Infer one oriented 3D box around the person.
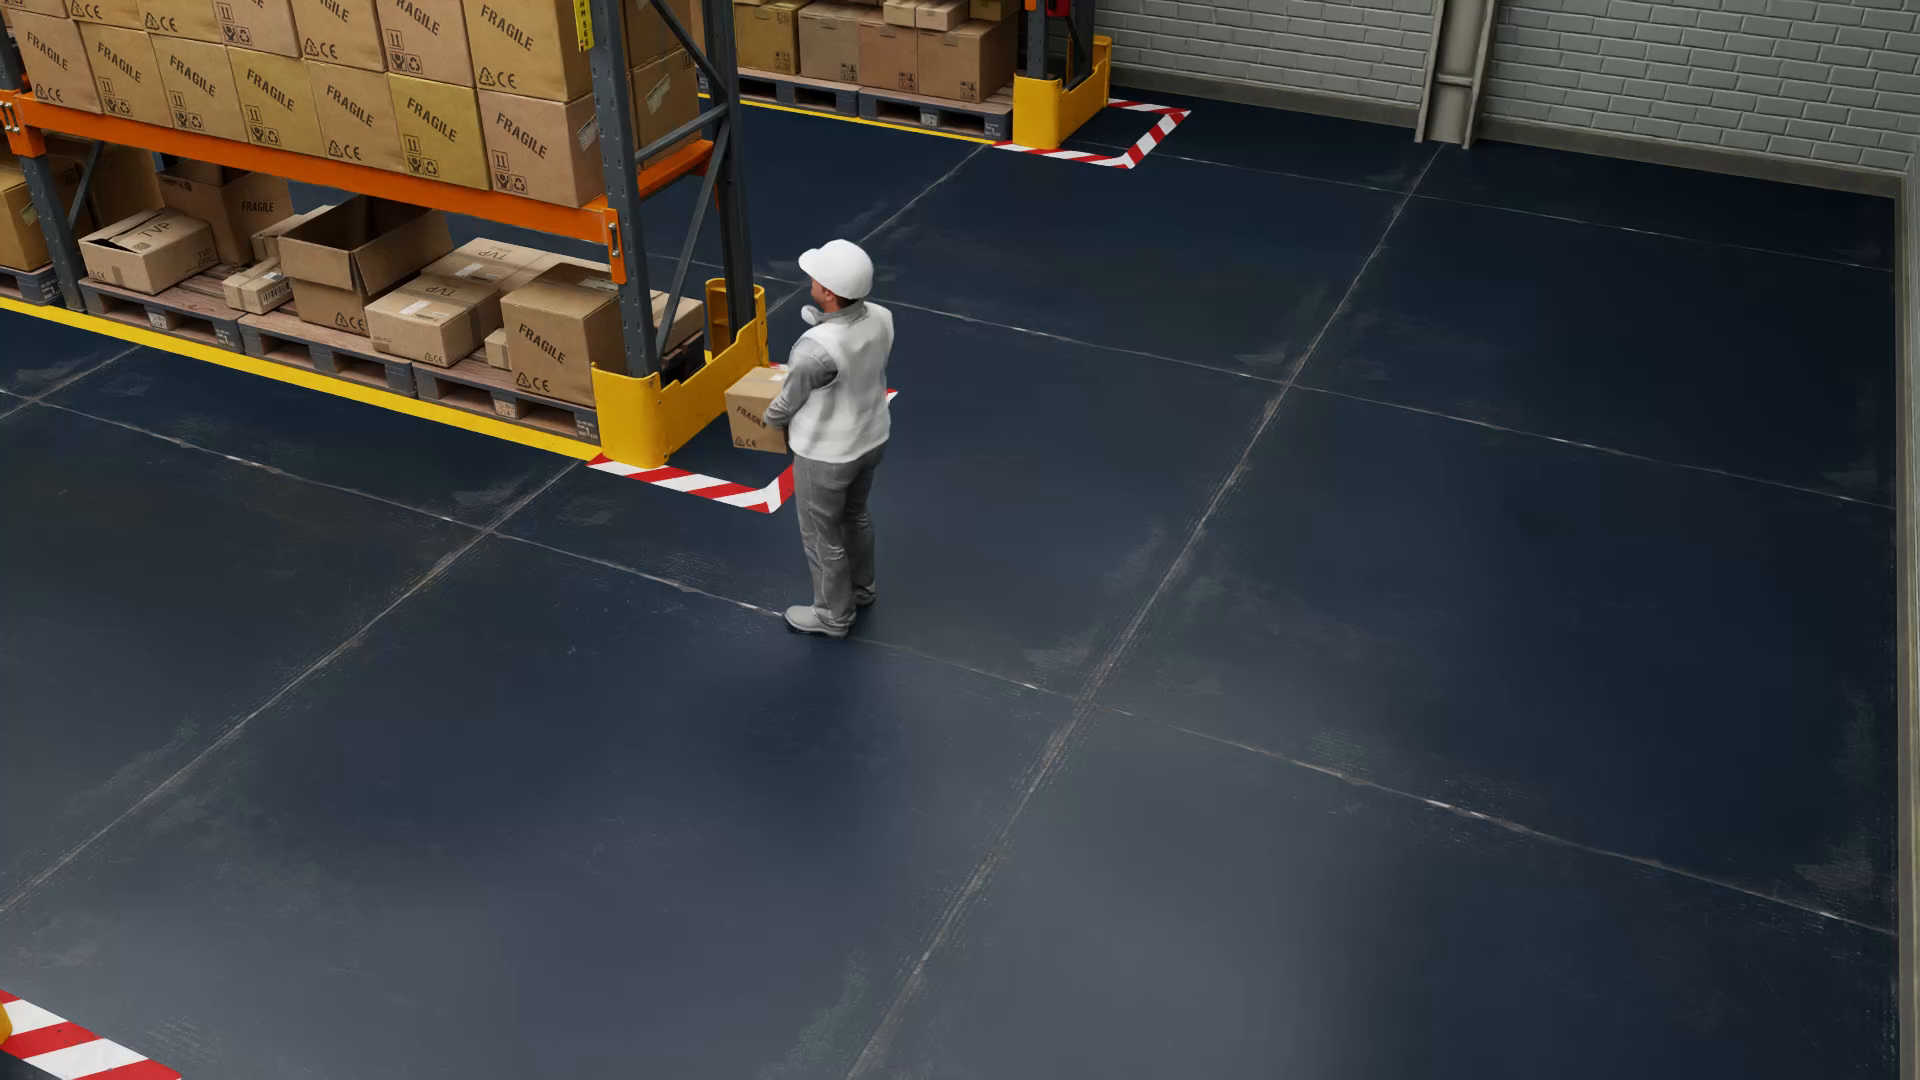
[{"bbox_3d":[-0.527,-0.423,6.752,0.518,1.776,0.521,-24,41,-32],"label":"person"}]
